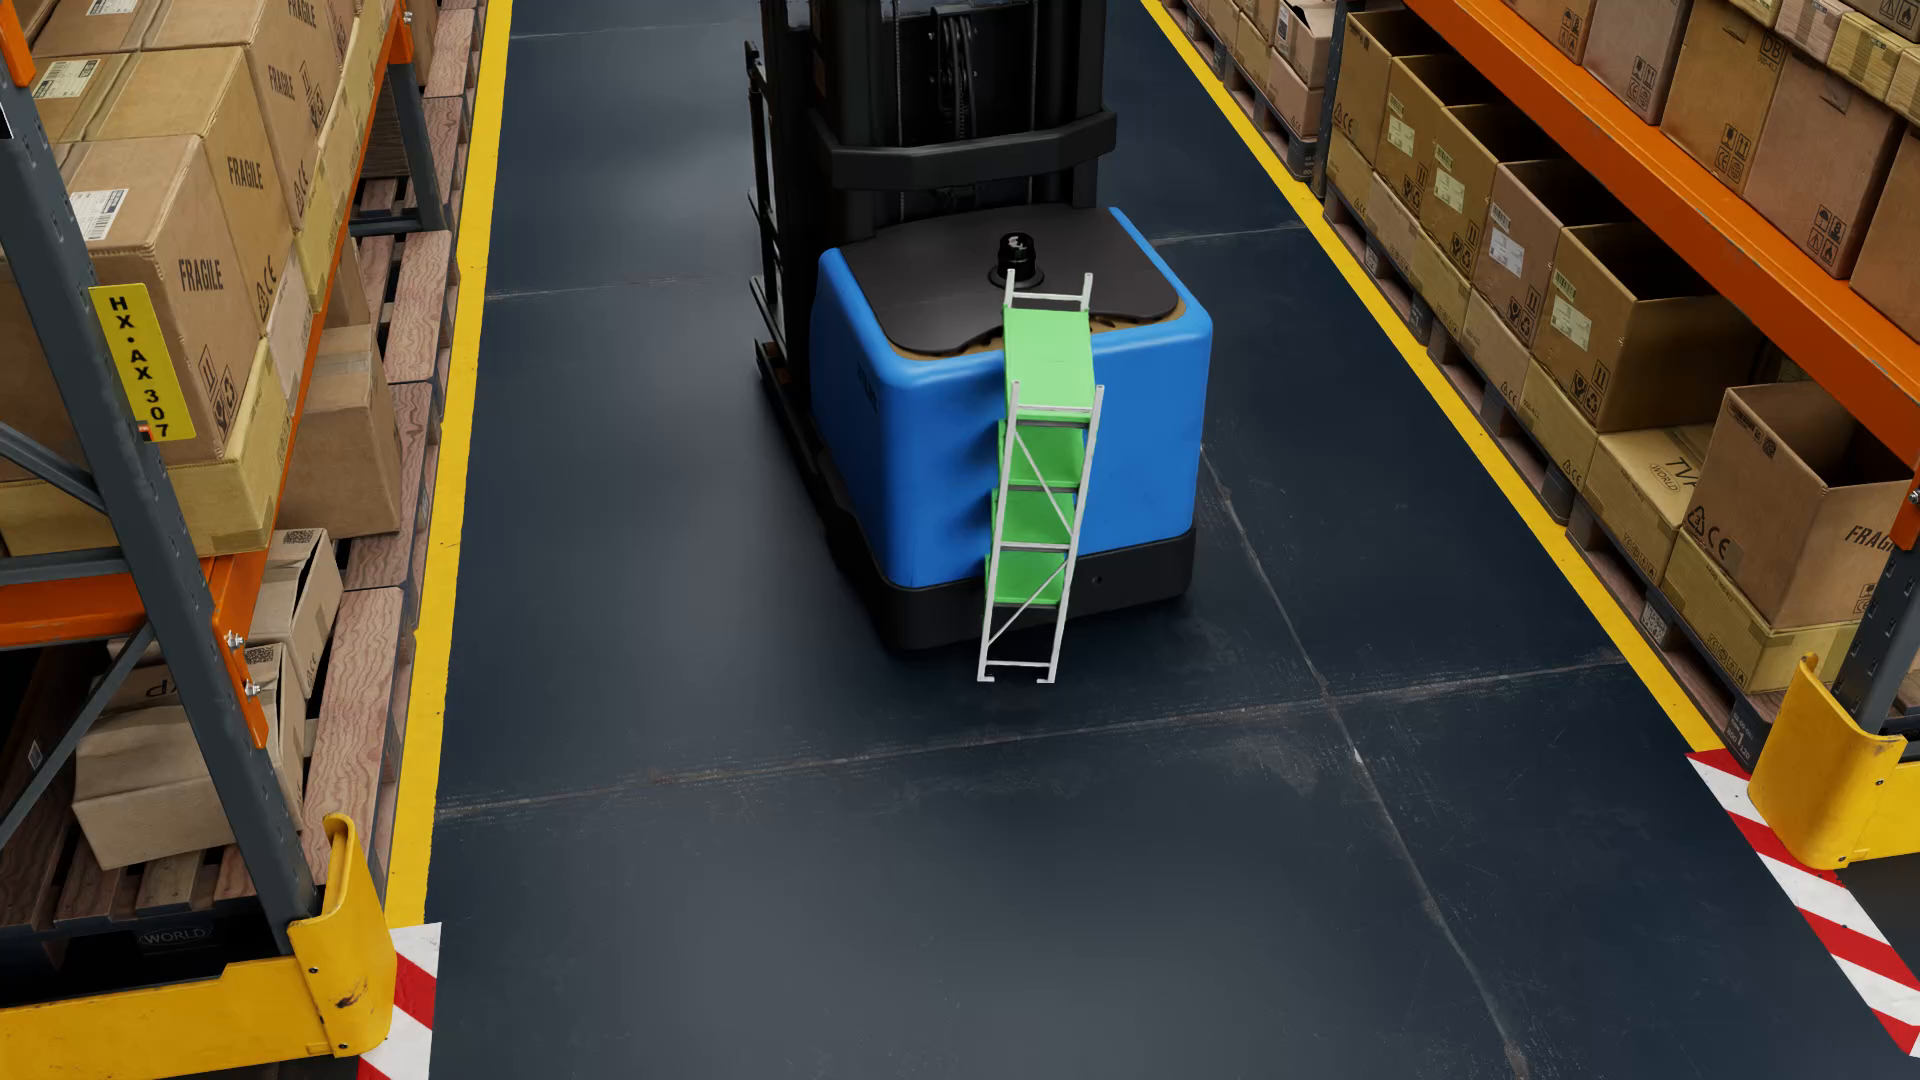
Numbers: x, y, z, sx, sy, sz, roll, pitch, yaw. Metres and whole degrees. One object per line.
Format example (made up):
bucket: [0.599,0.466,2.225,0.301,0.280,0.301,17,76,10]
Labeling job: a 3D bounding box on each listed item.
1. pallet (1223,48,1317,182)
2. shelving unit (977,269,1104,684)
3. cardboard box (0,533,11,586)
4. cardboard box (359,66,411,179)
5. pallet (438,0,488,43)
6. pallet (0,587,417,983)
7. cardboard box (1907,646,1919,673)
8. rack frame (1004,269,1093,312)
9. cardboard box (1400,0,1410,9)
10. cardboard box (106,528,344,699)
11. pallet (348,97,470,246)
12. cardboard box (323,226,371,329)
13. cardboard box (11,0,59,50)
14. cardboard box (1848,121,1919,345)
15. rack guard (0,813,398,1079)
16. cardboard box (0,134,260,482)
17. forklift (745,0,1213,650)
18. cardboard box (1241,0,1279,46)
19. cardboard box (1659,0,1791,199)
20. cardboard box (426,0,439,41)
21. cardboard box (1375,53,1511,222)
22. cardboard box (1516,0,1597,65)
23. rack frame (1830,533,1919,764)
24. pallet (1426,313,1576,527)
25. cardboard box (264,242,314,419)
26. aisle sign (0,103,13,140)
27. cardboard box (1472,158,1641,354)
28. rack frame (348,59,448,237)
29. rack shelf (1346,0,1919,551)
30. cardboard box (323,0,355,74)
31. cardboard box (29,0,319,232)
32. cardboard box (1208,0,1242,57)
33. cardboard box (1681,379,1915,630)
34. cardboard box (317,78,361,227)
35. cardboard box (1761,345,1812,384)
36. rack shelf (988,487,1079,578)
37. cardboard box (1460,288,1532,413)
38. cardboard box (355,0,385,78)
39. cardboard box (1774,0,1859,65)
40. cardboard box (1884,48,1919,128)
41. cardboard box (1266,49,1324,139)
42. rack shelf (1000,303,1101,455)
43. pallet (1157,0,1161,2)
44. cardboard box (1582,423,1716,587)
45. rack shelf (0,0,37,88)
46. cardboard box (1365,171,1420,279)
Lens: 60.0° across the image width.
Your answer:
pallet: [1.995,-2.206,8.417,1.003,0.211,1.213,-6,38,-8]
shelving unit: [0.213,-0.156,4.922,0.258,1.200,0.503,3,45,-3]
cardboard box: [-2.285,-0.125,3.572,0.500,0.250,0.500,-6,38,-7]
cardboard box: [-2.859,-1.961,7.508,0.700,0.500,0.500,-5,38,-6]
pallet: [-3.279,-3.174,9.663,1.003,0.211,1.213,-6,38,-8]
pallet: [-2.133,0.646,4.747,1.003,0.211,1.213,-6,38,-8]
cardboard box: [2.989,0.122,5.047,0.500,0.250,0.500,-6,38,-8]
rack frame: [0.212,-0.329,5.094,0.240,1.200,0.015,3,45,-3]
cardboard box: [2.336,-2.444,7.893,0.500,0.311,0.500,-6,38,-8]
cardboard box: [-2.145,0.201,4.879,0.500,0.311,0.500,-3,38,-4]
pallet: [-2.851,-1.700,7.766,1.003,0.211,1.213,-6,38,-8]
cardboard box: [-2.492,-0.895,6.136,0.500,0.500,0.500,-9,39,-11]
cardboard box: [-2.478,-1.039,4.137,0.500,0.500,0.500,-7,38,-9]
cardboard box: [2.795,-0.773,4.219,0.700,0.500,0.500,-6,38,-8]
rack guard: [-2.026,1.026,4.022,1.175,0.500,0.348,-6,38,-8]
cardboard box: [-1.800,-0.481,3.418,0.500,0.500,0.500,-6,38,-8]
forklift: [-0.166,-1.724,5.579,1.130,2.935,3.031,-11,39,-14]
cardboard box: [1.712,-2.695,8.216,0.500,0.311,0.500,-5,38,-7]
cardboard box: [2.617,-1.390,5.013,0.700,0.500,0.500,-6,38,-8]
cardboard box: [-3.146,-2.884,8.696,0.700,0.500,0.500,-6,38,-8]
cardboard box: [2.031,-1.627,6.688,0.500,0.500,0.500,-6,38,-8]
cardboard box: [2.430,-2.017,5.820,0.700,0.500,0.500,-6,38,-7]
rack frame: [2.864,-0.450,3.885,1.000,3.000,0.127,-6,38,-8]
pallet: [2.478,-0.542,6.275,1.003,0.211,1.213,-6,38,-8]
cardboard box: [-1.890,-0.505,4.061,0.500,0.250,0.500,-7,38,-9]
aisle sign: [-1.704,-0.931,2.384,0.394,0.787,0.004,-6,38,-8]
cardboard box: [2.201,-1.023,5.909,0.500,0.500,0.500,-6,38,-8]
rack frame: [-2.714,-2.331,6.306,1.000,3.000,0.127,-6,38,-8]
rack shelf: [2.513,-1.374,5.660,1.077,0.370,4.000,-6,38,-8]
cardboard box: [-2.155,-1.718,5.011,0.500,0.500,0.500,-7,38,-9]
cardboard box: [-1.961,-1.093,4.207,0.500,0.500,0.500,-7,38,-9]
cardboard box: [1.628,-2.780,8.783,0.500,0.250,0.500,-5,38,-7]
cardboard box: [2.477,-0.118,4.745,0.500,0.500,0.500,-6,38,-8]
cardboard box: [-2.060,-1.119,4.851,0.500,0.250,0.500,-6,38,-8]
cardboard box: [2.899,-0.476,5.205,0.500,0.500,0.500,-6,38,-8]
rack shelf: [0.209,-0.111,4.967,0.258,0.148,0.480,3,45,-3]
cardboard box: [2.204,-0.727,6.140,0.500,0.250,0.500,-6,38,-8]
cardboard box: [-2.253,-1.725,5.631,0.500,0.250,0.500,-6,38,-8]
cardboard box: [2.475,-1.421,4.524,0.380,0.149,0.250,-6,38,-7]
cardboard box: [2.562,-1.114,4.129,0.380,0.149,0.250,-5,38,-7]
cardboard box: [1.805,-2.166,7.991,0.500,0.250,0.500,-7,38,-8]
rack shelf: [0.242,-0.449,4.627,0.258,0.148,0.480,3,45,-3]
pallet: [1.567,-3.680,10.314,1.003,0.211,1.213,-6,38,-8]
cardboard box: [2.380,-0.123,5.362,0.500,0.250,0.500,-6,38,-8]
rack shelf: [-2.363,-2.024,4.051,1.077,0.370,4.000,-6,38,-8]
cardboard box: [2.028,-1.331,6.917,0.500,0.250,0.500,-6,38,-8]
